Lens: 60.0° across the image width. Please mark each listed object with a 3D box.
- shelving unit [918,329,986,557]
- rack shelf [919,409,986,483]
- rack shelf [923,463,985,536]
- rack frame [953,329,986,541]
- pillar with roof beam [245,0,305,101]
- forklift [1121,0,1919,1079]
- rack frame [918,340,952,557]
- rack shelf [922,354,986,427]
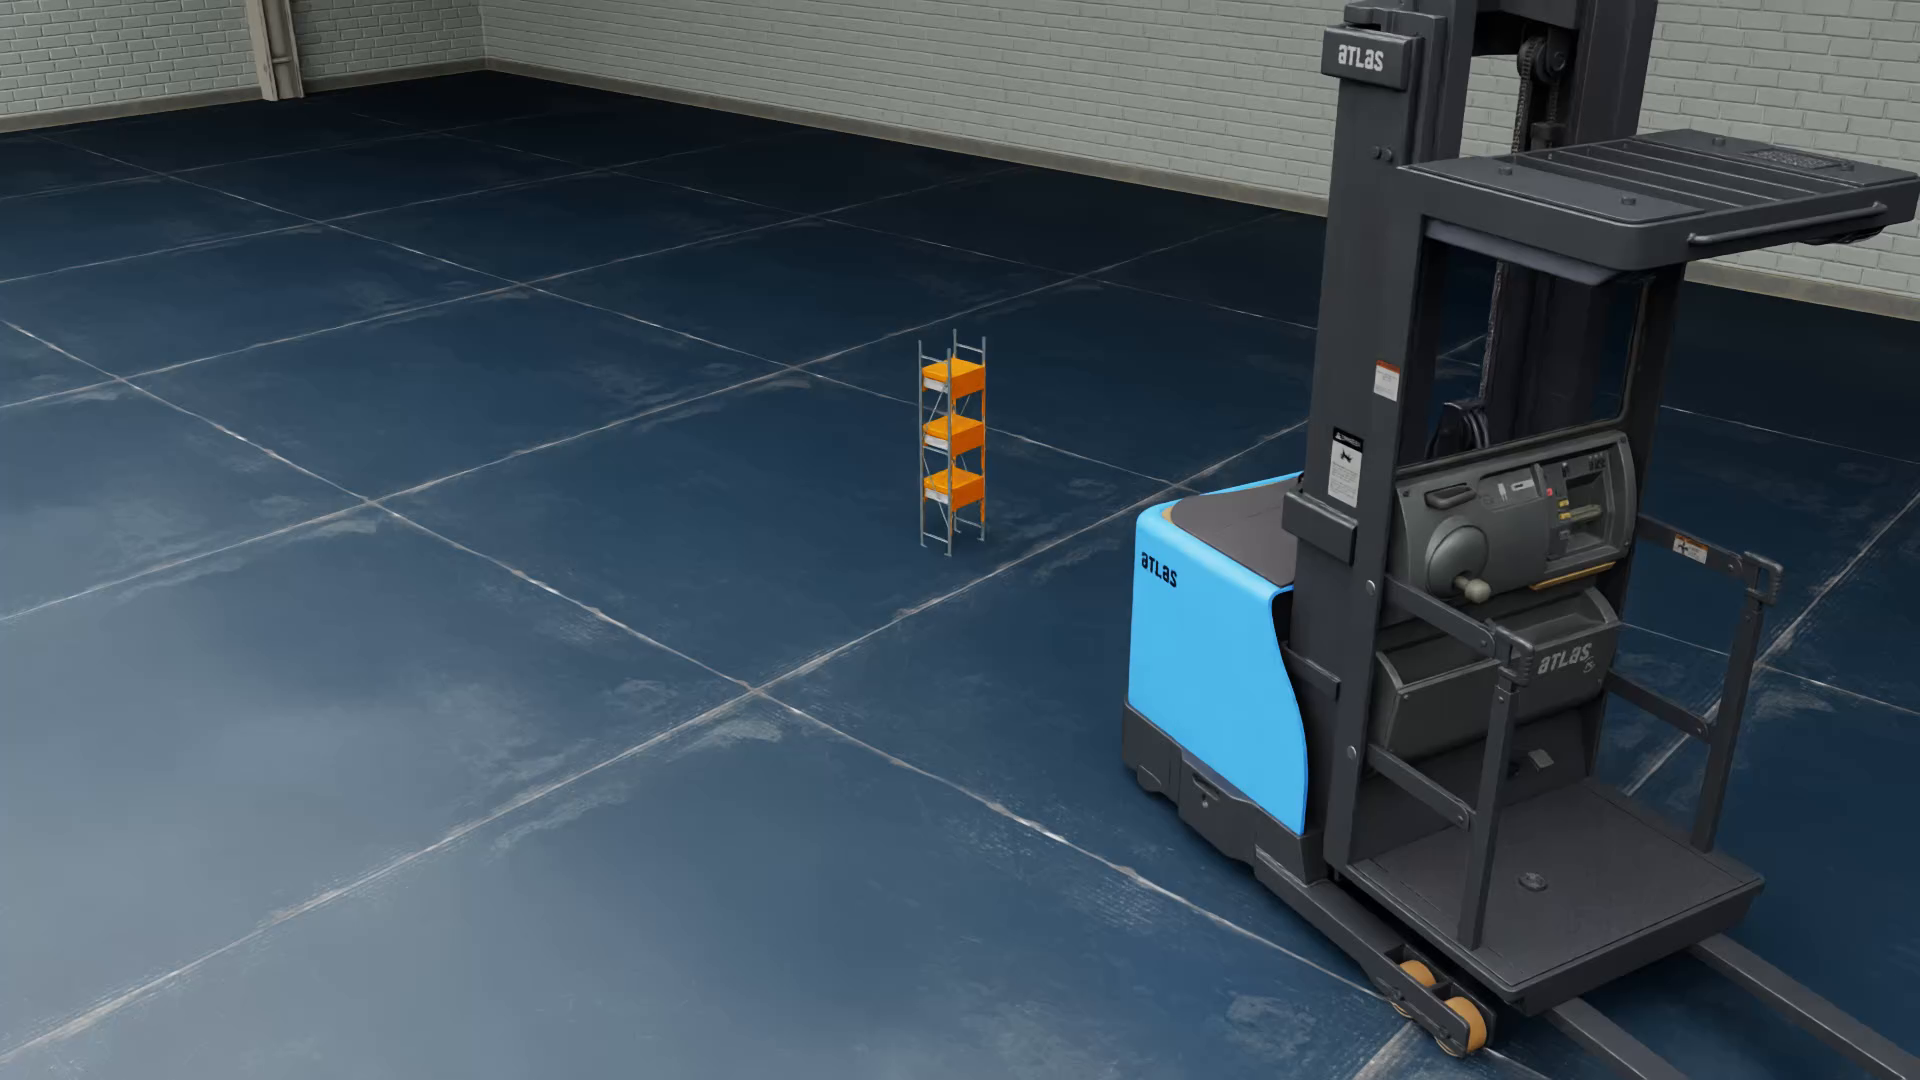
[{"bbox_3d":[-0.036,-0.463,7.999,0.215,1.050,0.252,20,31,38],"label":"shelving unit"},{"bbox_3d":[-0.036,-0.453,8.003,0.215,0.259,0.240,20,31,38],"label":"rack shelf"},{"bbox_3d":[-0.036,-0.199,8.117,0.215,0.259,0.240,20,31,38],"label":"rack shelf"},{"bbox_3d":[0.046,-0.500,8.082,0.200,1.050,0.008,20,31,38],"label":"rack frame"},{"bbox_3d":[-5.043,-8.320,15.807,9.100,9.000,0.400,20,31,38],"label":"pillar with roof beam"},{"bbox_3d":[1.762,-0.039,4.754,1.130,2.935,3.031,-13,27,-26],"label":"forklift"},{"bbox_3d":[-0.117,-0.426,7.916,0.200,1.050,0.008,20,31,38],"label":"rack frame"},{"bbox_3d":[-0.036,-0.712,7.887,0.215,0.259,0.240,20,31,38],"label":"rack shelf"}]
